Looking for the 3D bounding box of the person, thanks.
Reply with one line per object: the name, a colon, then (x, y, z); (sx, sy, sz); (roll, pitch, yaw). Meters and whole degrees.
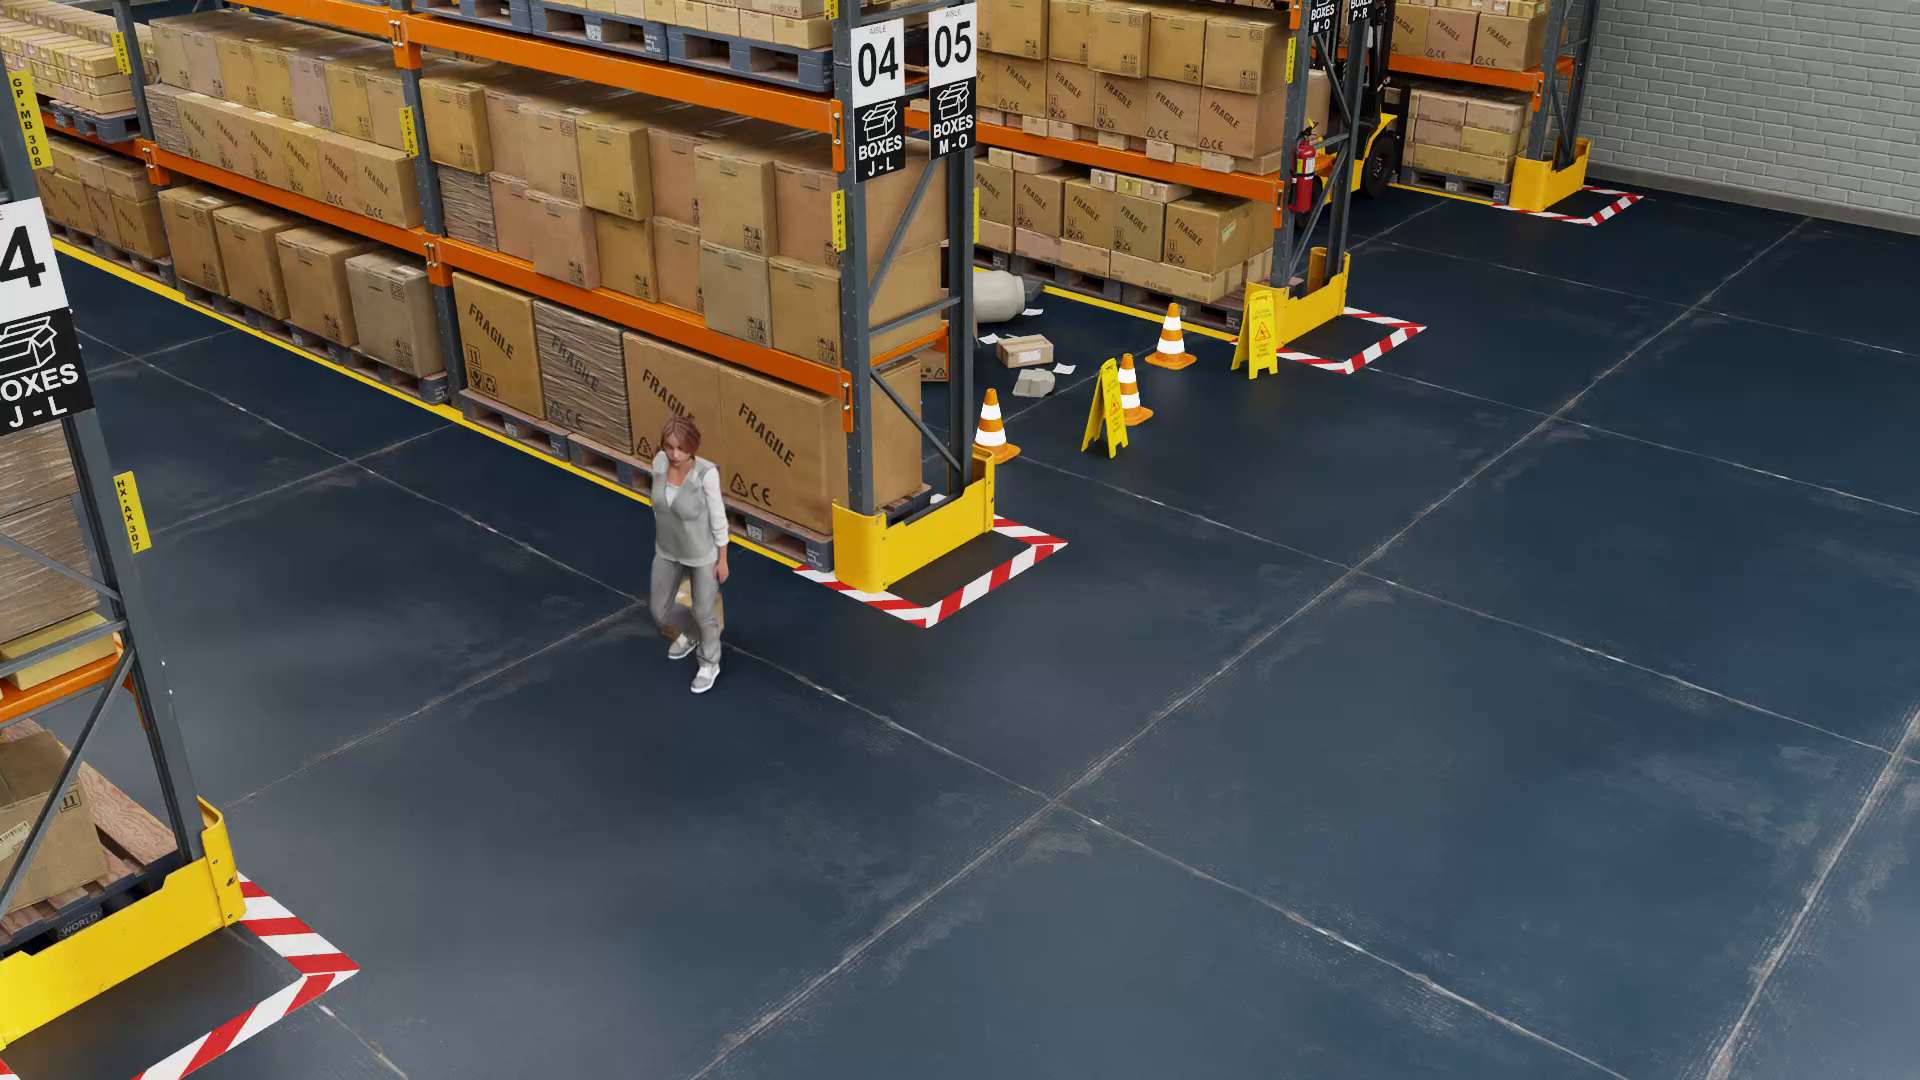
person: (-1.368, 0.056, 8.503); (0.470, 1.588, 0.449); (9, 29, 17)
